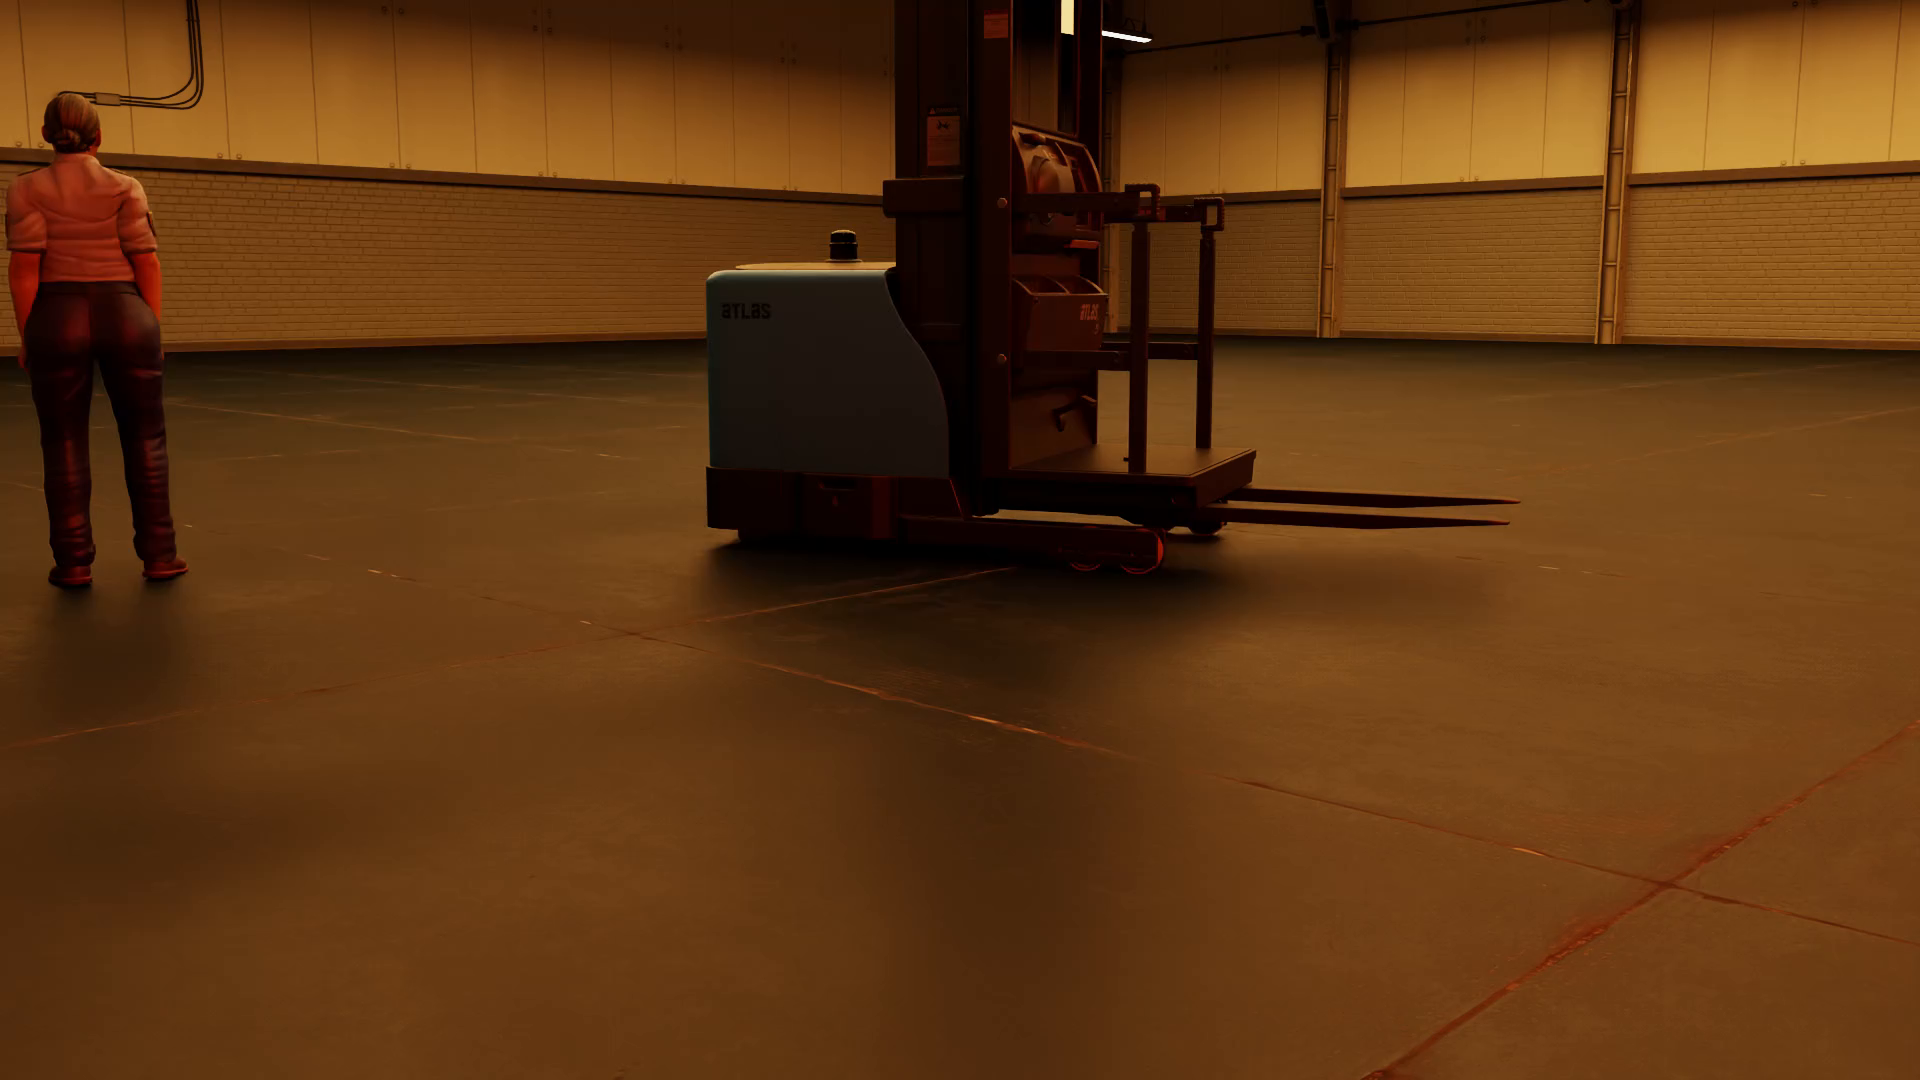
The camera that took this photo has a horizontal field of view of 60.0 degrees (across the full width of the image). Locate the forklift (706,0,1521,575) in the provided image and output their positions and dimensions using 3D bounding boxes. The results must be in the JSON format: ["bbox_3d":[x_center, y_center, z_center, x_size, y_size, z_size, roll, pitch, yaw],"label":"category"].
[{"bbox_3d":[0.565,-1.416,6.275,3.031,2.935,1.130,3,9,22],"label":"forklift"}]

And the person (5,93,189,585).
[{"bbox_3d":[-2.949,-0.672,5.674,0.482,1.650,0.368,-4,10,-27],"label":"person"}]
